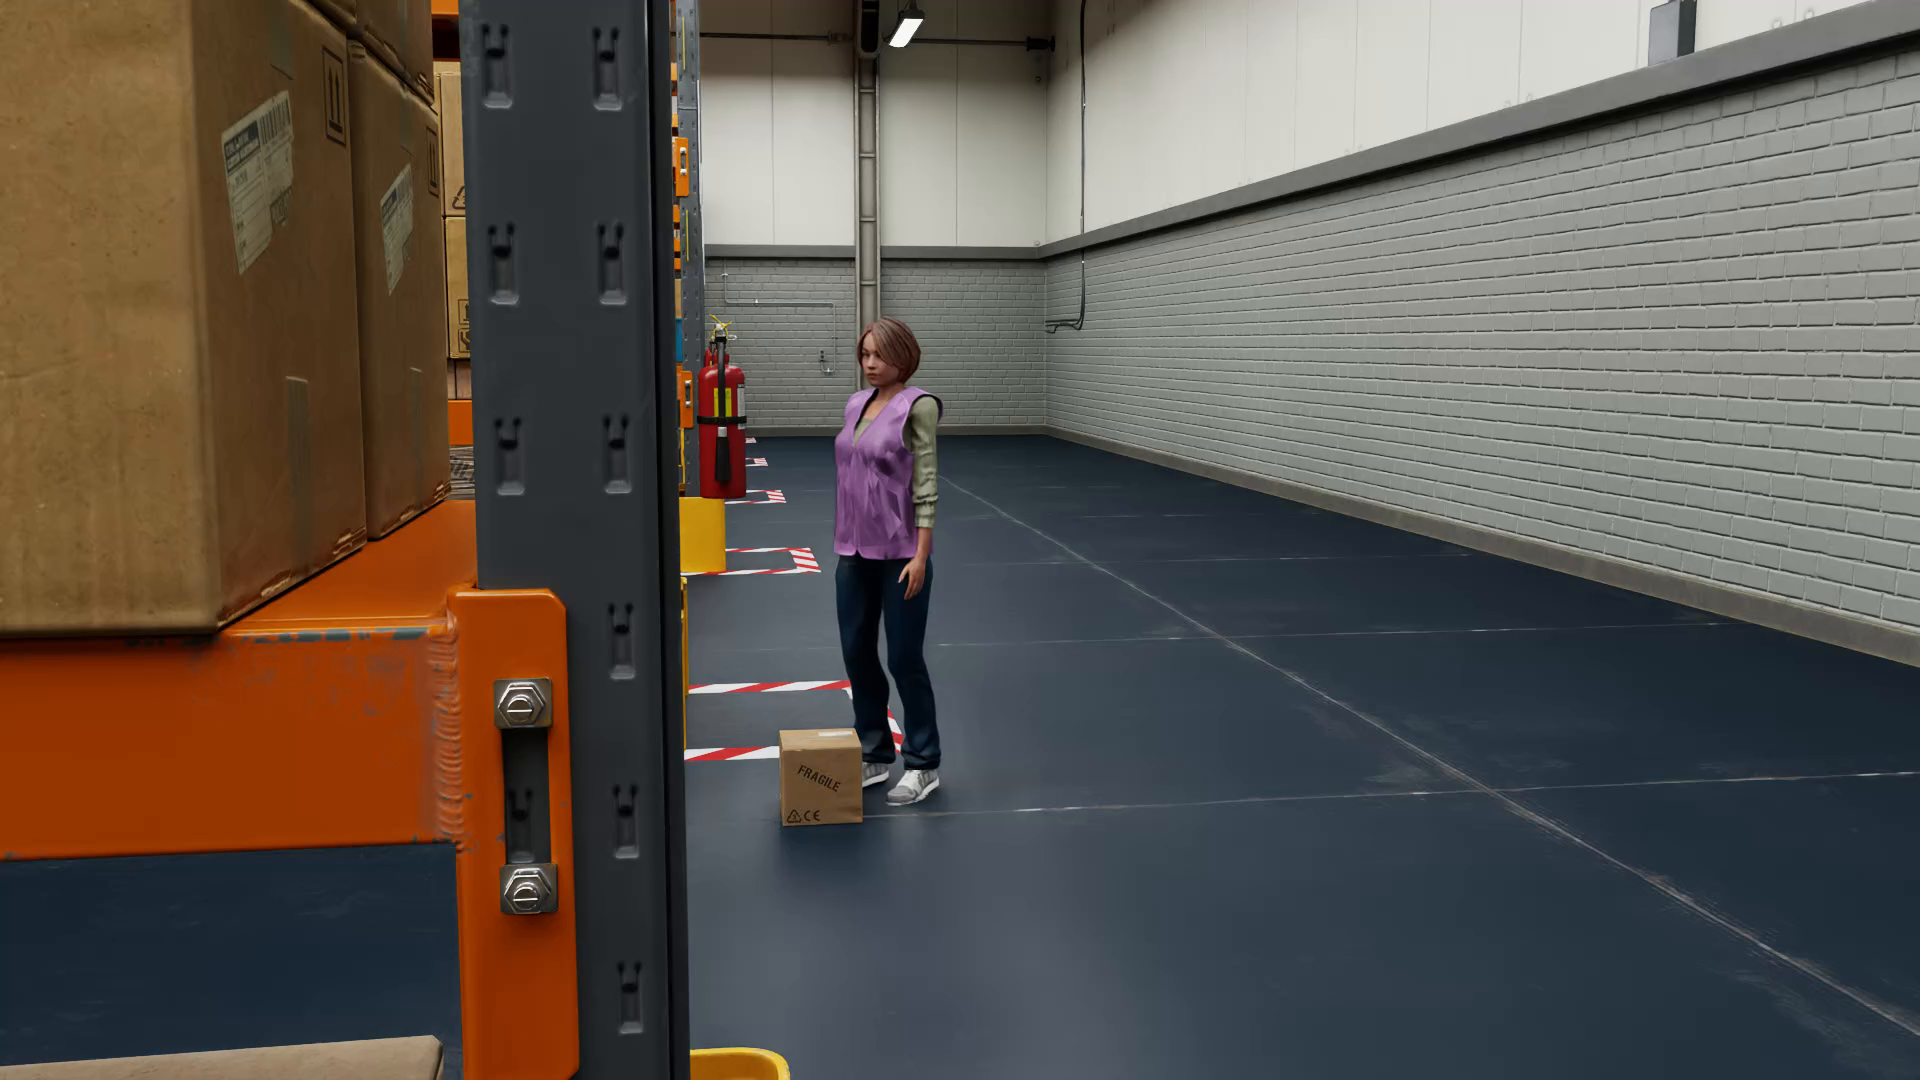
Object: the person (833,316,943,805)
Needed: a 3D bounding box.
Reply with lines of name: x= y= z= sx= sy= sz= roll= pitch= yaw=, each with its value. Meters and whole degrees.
person: x=-0.236 y=0.078 z=5.519 sx=0.406 sy=1.597 sz=0.316 roll=5 pitch=9 yaw=39
